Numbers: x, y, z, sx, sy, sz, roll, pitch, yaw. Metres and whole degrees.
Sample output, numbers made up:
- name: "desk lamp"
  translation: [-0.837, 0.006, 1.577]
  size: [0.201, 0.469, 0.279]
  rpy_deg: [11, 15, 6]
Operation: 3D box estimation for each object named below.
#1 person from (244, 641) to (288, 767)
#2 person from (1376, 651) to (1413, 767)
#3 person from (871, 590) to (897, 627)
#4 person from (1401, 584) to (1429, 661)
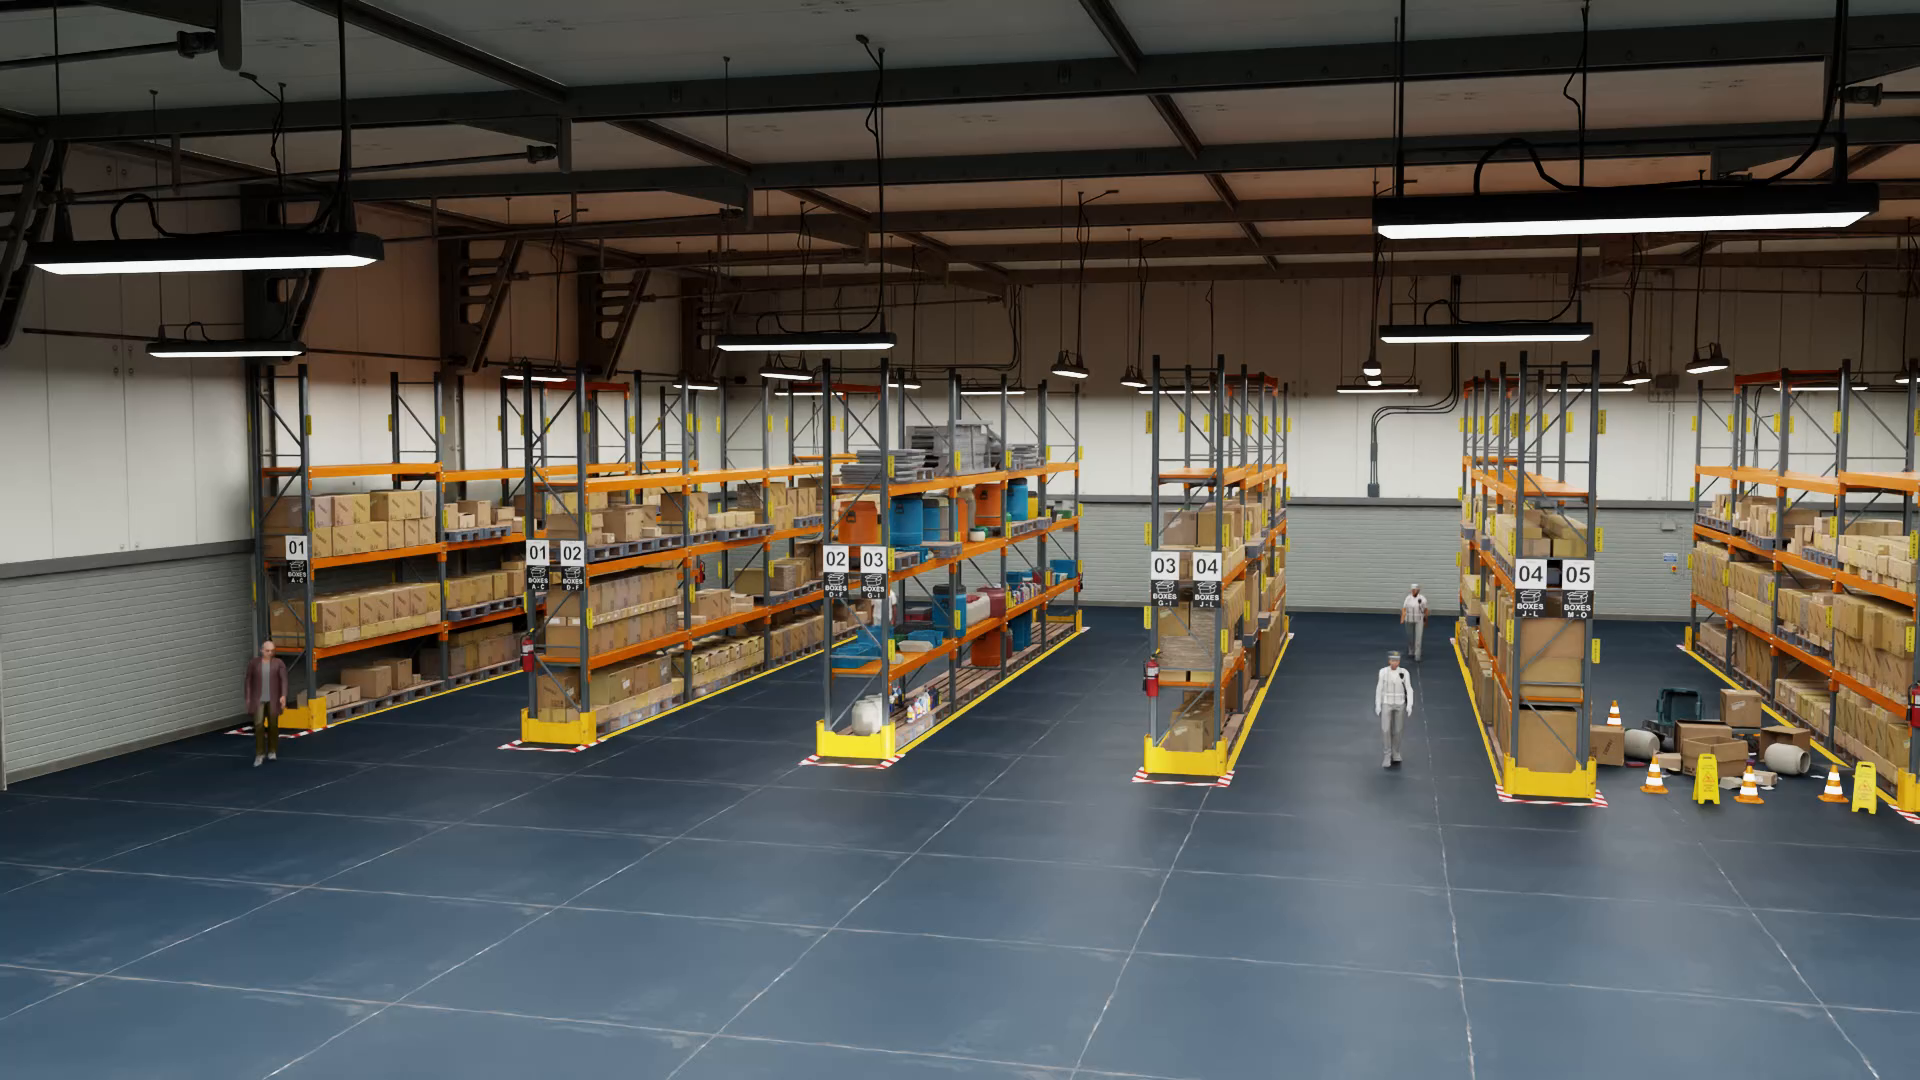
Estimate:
- name: "person"
  translation: [-10.316, 2.424, 24.740]
  size: [0.612, 1.817, 0.699]
  rpy_deg: [-2, 4, -25]
- name: "person"
  translation: [6.433, 2.487, 24.609]
  size: [0.529, 1.692, 0.581]
  rpy_deg: [1, 4, 10]
- name: "person"
  translation: [-1.641, 1.659, 35.948]
  size: [0.581, 1.725, 0.979]
  rpy_deg: [1, 4, 11]
- name: "person"
  translation: [9.710, 1.729, 35.520]
  size: [0.562, 1.596, 1.037]
  rpy_deg: [1, 4, 18]
